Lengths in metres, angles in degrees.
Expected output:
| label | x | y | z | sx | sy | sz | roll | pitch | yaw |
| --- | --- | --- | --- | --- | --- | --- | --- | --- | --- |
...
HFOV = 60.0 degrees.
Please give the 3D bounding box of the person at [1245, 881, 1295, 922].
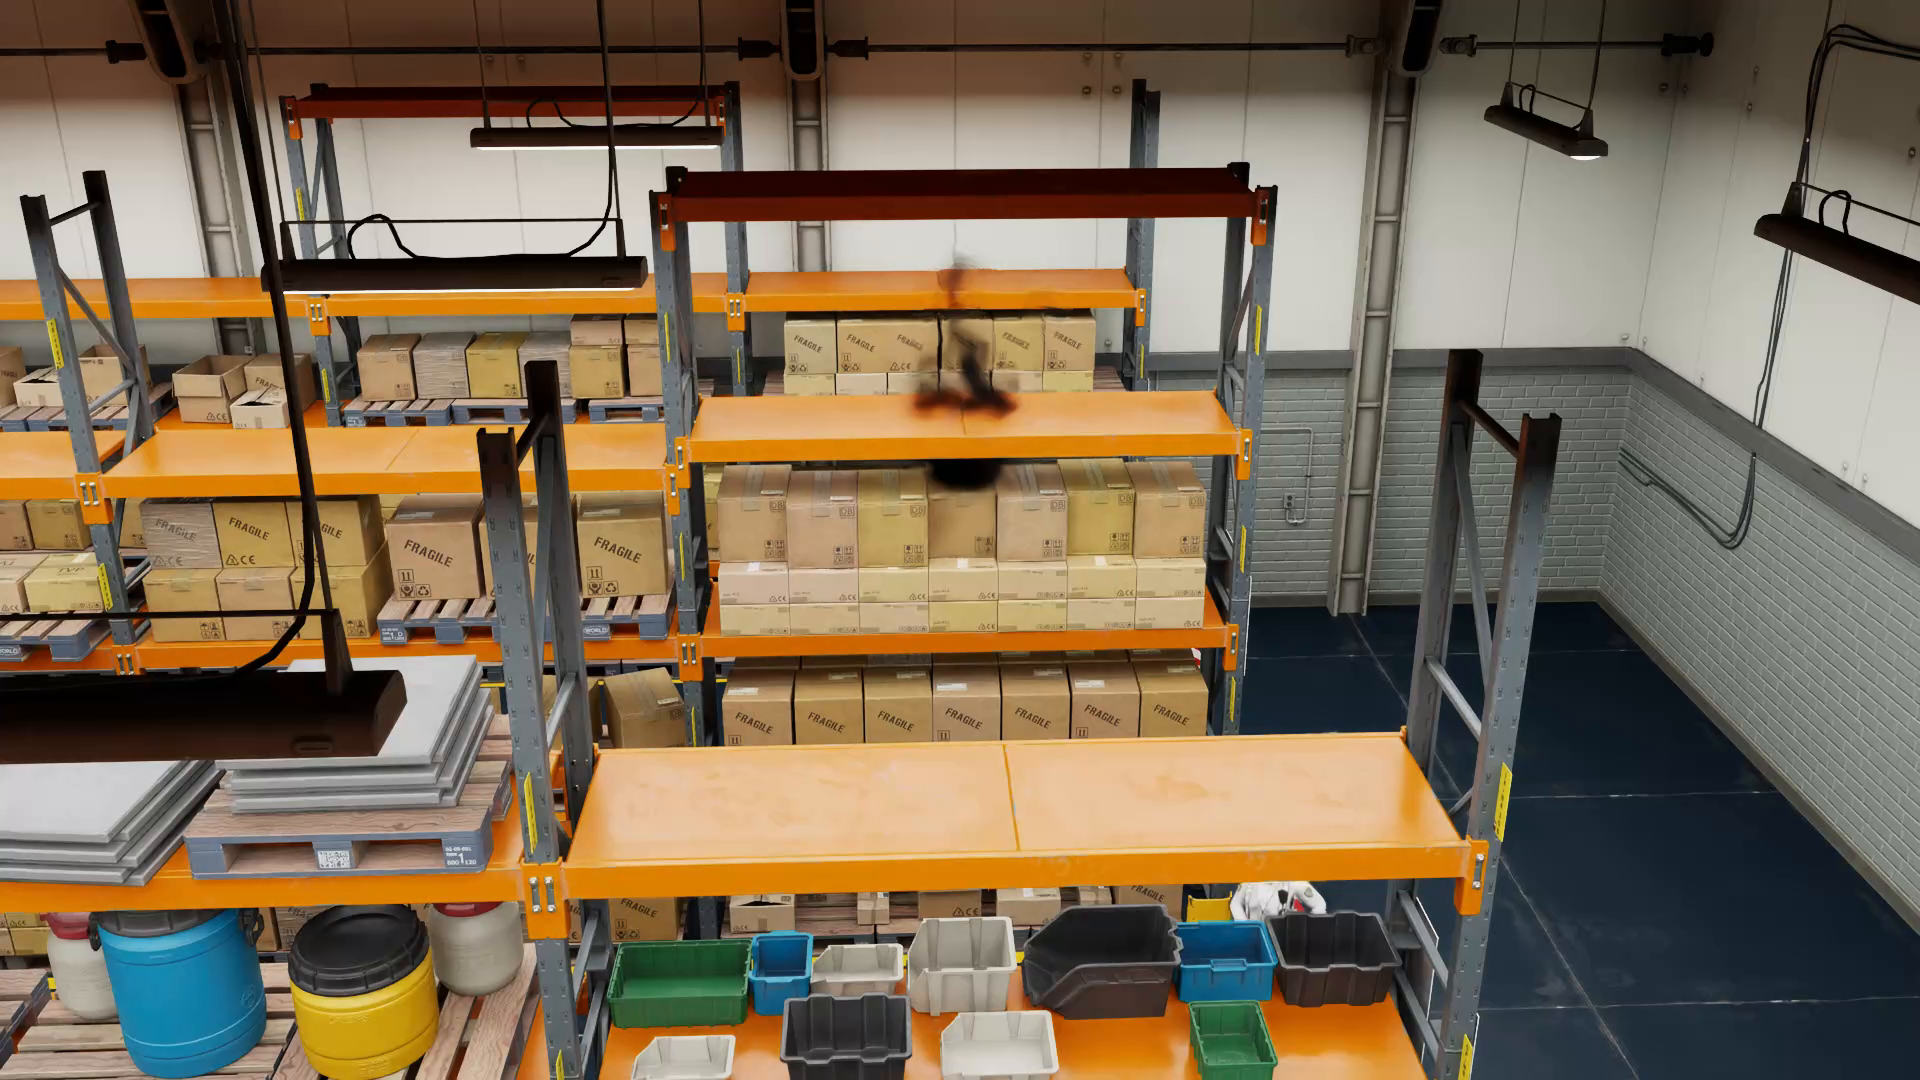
| label | x | y | z | sx | sy | sz | roll | pitch | yaw |
| --- | --- | --- | --- | --- | --- | --- | --- | --- | --- |
| person | 2.203 | 2.837 | 11.823 | 0.426 | 1.526 | 0.699 | 17 | 28 | 36 |
